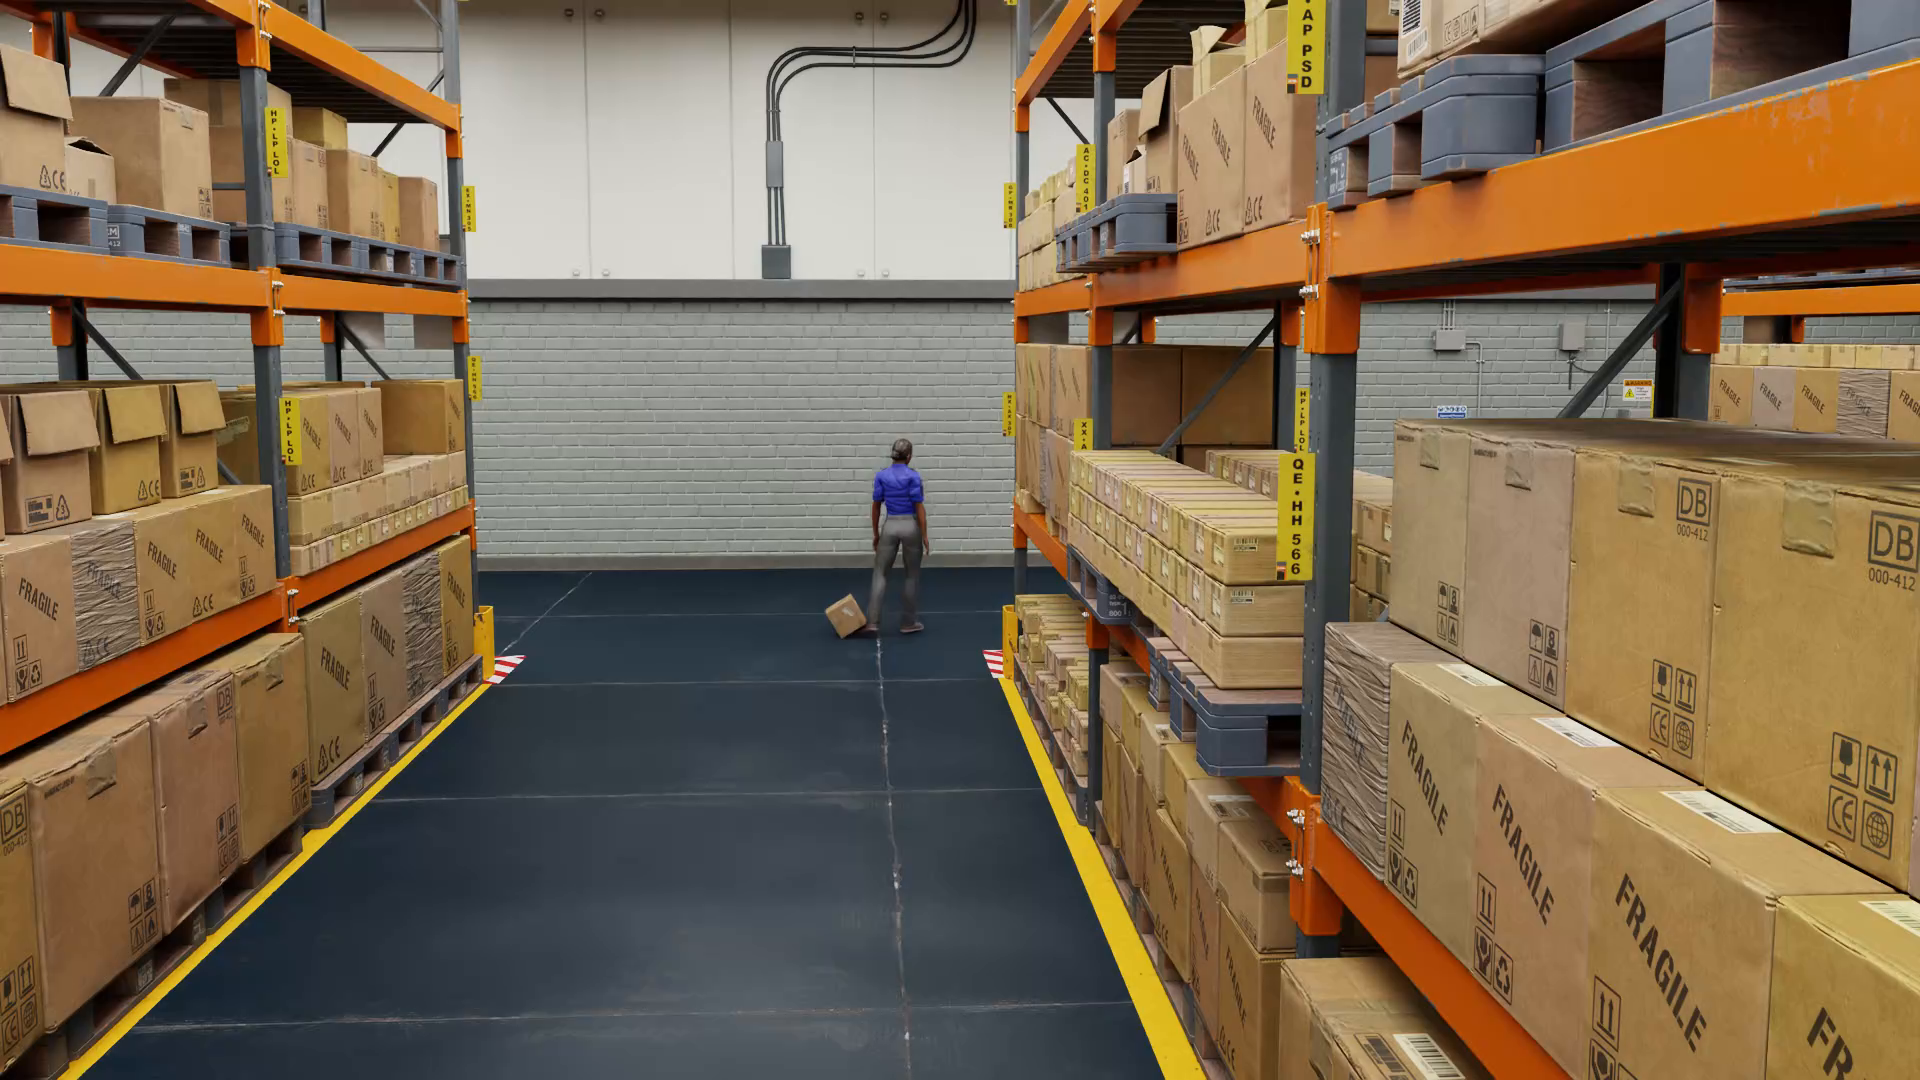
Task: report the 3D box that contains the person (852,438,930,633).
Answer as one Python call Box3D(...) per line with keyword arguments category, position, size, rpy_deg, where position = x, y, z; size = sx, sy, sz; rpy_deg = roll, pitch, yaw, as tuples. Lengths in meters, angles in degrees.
Box3D(category="person", position=(-0.574, -0.029, 13.994), size=(0.662, 1.648, 0.522), rpy_deg=(2, 7, 13))
